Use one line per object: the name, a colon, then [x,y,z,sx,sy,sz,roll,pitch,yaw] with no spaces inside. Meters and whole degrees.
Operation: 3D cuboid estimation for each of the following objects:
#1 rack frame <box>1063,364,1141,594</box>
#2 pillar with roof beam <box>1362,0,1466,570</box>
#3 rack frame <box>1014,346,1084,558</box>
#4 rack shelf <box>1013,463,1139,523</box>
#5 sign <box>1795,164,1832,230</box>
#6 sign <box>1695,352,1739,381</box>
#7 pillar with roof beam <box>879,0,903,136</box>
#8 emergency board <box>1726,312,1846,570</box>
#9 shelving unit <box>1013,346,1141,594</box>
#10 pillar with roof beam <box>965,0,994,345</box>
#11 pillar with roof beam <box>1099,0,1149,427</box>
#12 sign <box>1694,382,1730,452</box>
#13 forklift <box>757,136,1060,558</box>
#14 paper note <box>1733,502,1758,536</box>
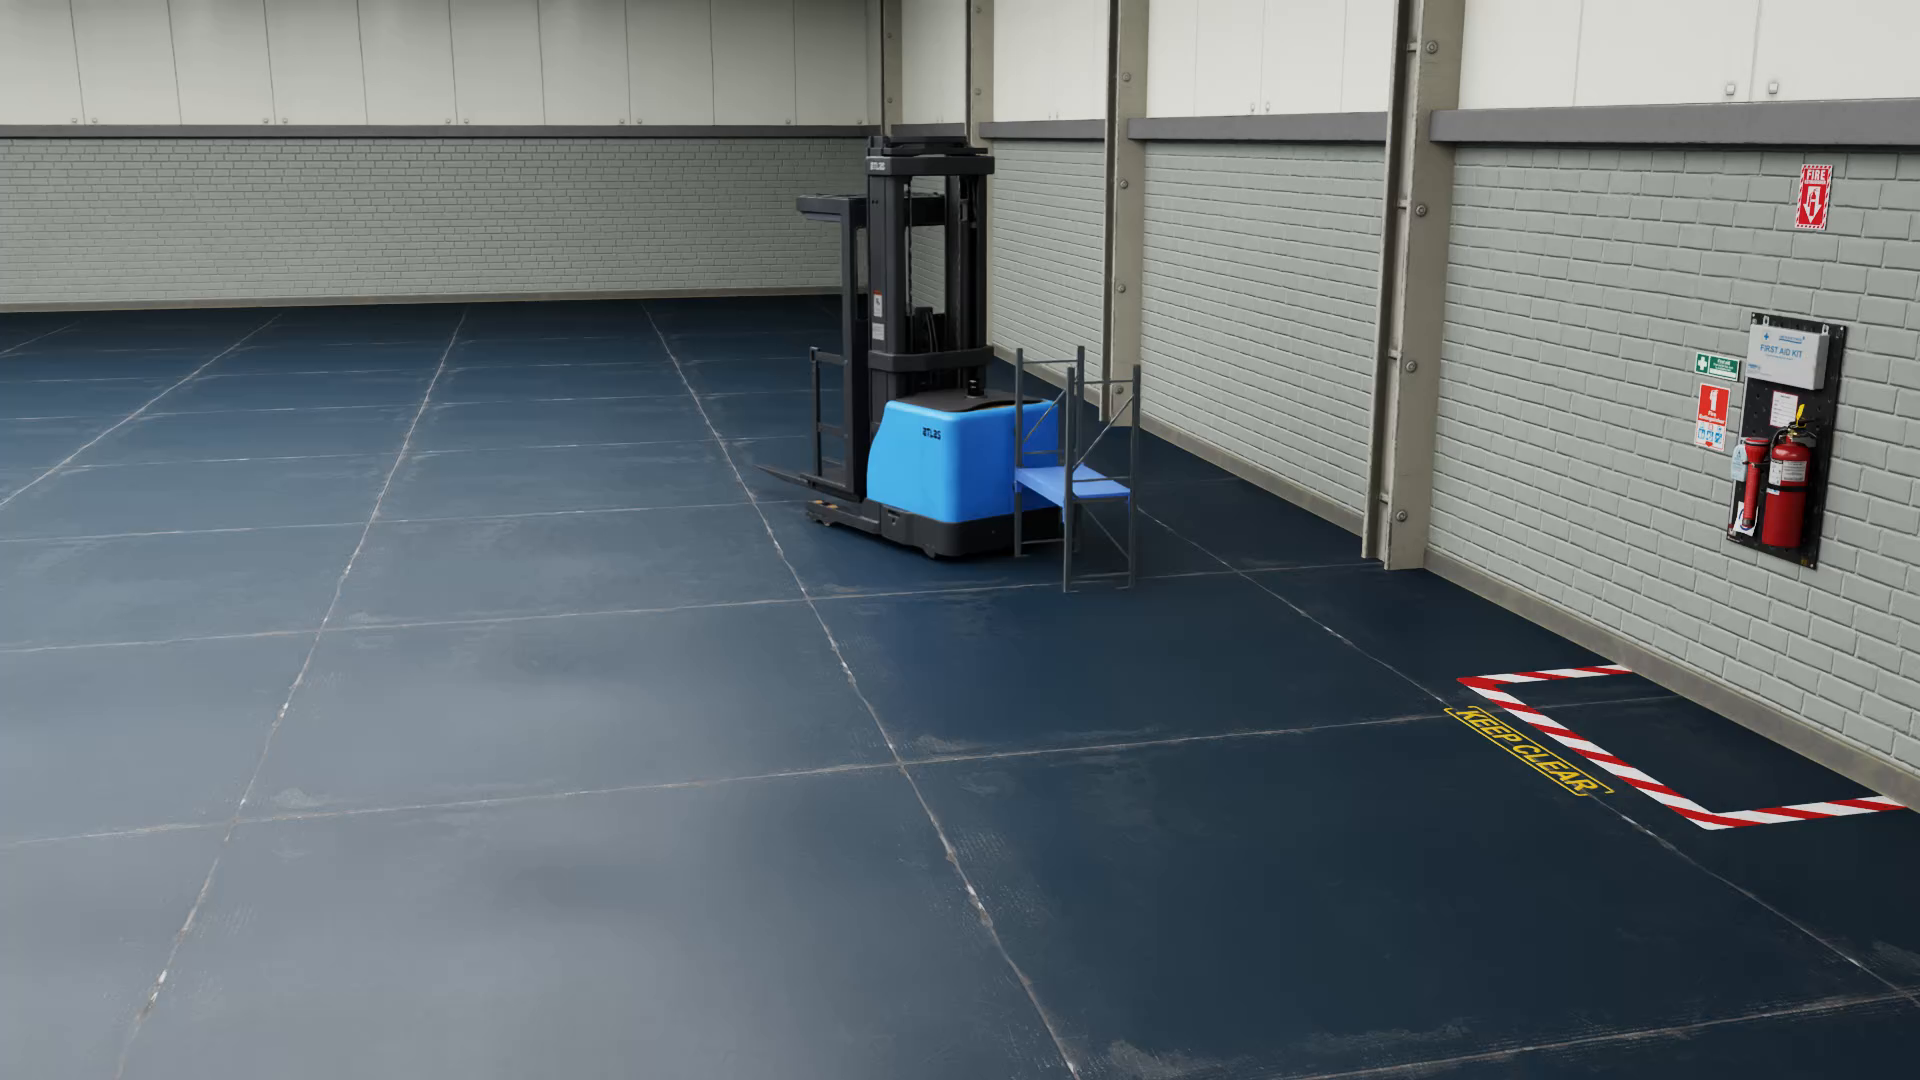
rack frame: [0.926,-0.391,10.866,0.500,1.500,0.032,-4,14,-16]
pillar with roof beam: [-1.106,-3.977,9.744,9.100,9.000,0.400,-3,14,-13]
rack frame: [0.632,-0.622,11.811,0.500,1.500,0.032,-4,14,-16]
rack shelf: [0.779,-0.331,11.381,0.538,0.185,1.000,-4,14,-16]
sign: [4.039,-1.624,7.870,0.001,0.298,0.199,-3,14,-13]
sign: [3.907,-0.897,8.587,0.001,0.109,0.331,-3,14,-13]
pillar with roof beam: [-5.334,-8.129,26.741,9.100,9.000,0.400,-3,14,-13]
emergency board: [3.944,-0.491,8.115,0.194,1.169,0.643,-3,14,-13]
shelving unit: [0.779,-0.506,11.338,0.538,1.500,1.048,-4,14,-16]
pillar with roof beam: [-3.925,-6.745,21.075,9.100,9.000,0.400,-3,14,-13]
pillar with roof beam: [-2.516,-5.361,15.410,9.100,9.000,0.400,-3,14,-13]
sign: [3.914,-0.641,8.657,0.001,0.329,0.234,-3,14,-13]
forklift: [-0.551,-1.592,12.767,1.130,2.935,3.031,-10,17,-35]
paper note: [3.970,-0.107,8.403,0.016,0.148,0.142,-3,14,-13]
